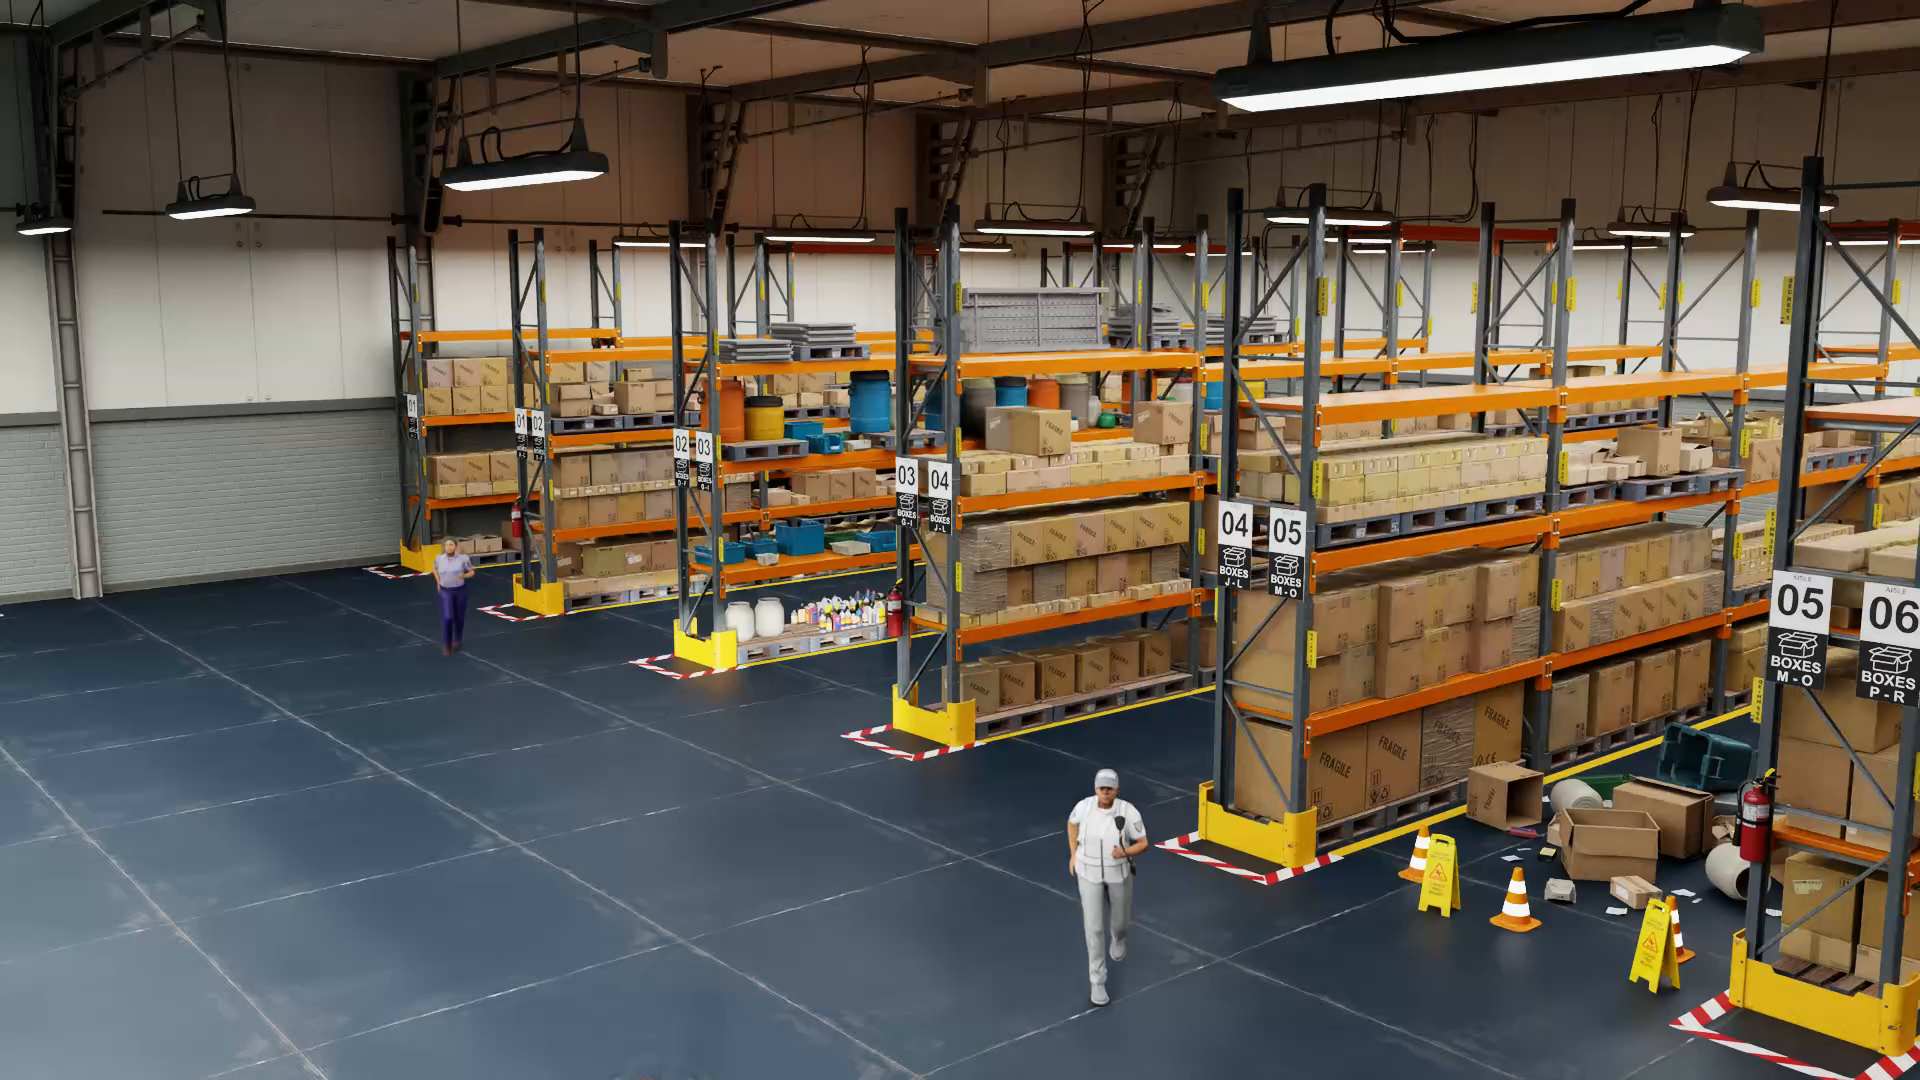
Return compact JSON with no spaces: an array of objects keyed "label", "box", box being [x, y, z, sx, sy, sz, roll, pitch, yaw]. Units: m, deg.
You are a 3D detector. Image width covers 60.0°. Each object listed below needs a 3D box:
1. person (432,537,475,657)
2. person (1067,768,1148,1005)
[{"label":"person","box":[-7.093,0.803,23.349,0.572,1.707,0.714,-3,9,-17]},{"label":"person","box":[1.077,2.475,12.235,0.608,1.642,0.868,1,9,8]}]
